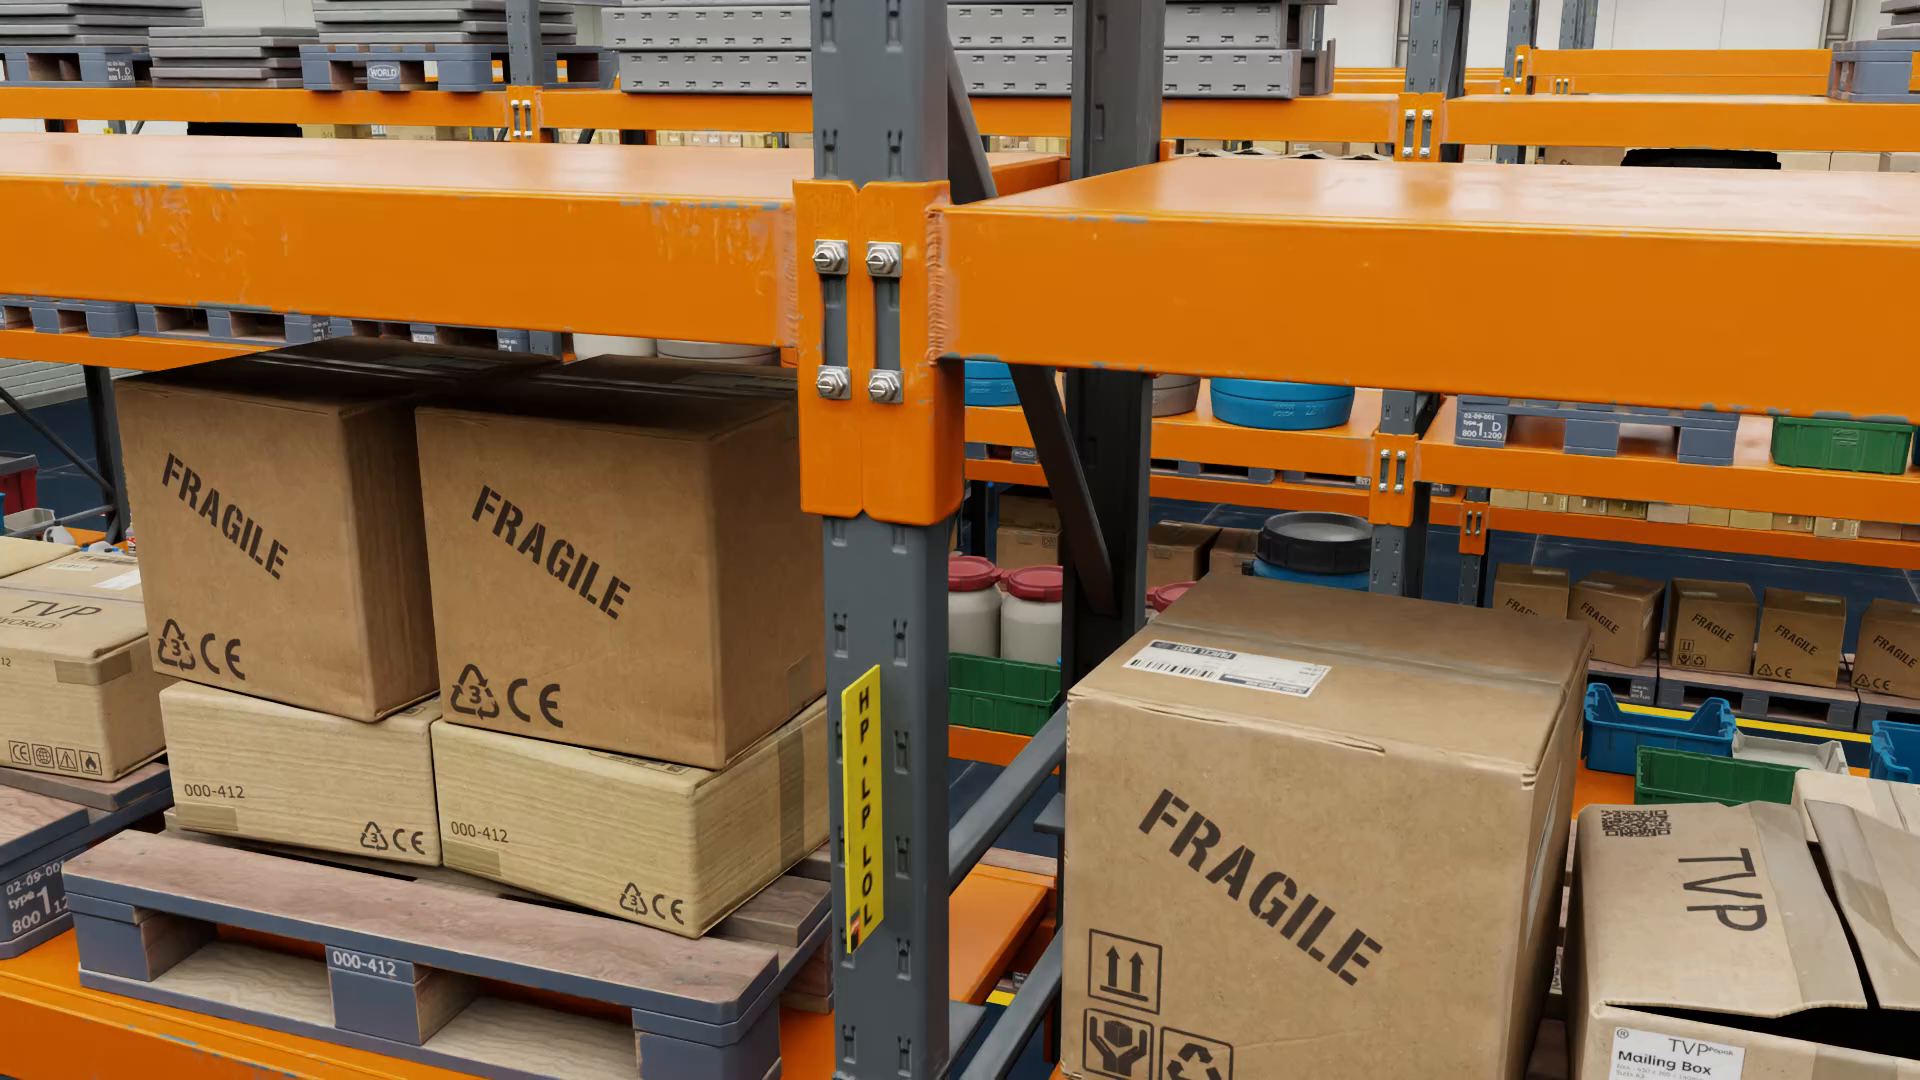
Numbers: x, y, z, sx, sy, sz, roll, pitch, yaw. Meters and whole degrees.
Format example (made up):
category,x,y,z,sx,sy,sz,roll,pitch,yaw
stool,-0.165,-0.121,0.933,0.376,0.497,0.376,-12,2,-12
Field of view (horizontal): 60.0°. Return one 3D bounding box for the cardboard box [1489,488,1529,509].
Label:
category,x,y,z,sx,sy,sz,roll,pitch,yaw
cardboard box,3.808,-0.338,11.486,0.250,0.149,0.380,6,17,21

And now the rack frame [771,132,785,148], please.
category,x,y,z,sx,sy,sz,roll,pitch,yaw
rack frame,-1.810,-5.535,18.174,0.127,3.000,1.000,6,17,21

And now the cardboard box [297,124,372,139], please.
category,x,y,z,sx,sy,sz,roll,pitch,yaw
cardboard box,-5.570,-3.676,14.694,0.500,0.250,0.500,6,17,19

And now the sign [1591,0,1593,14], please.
category,x,y,z,sx,sy,sz,roll,pitch,yaw
sign,8.984,-7.643,23.618,0.005,0.325,0.100,6,17,21

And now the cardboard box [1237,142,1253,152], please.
category,x,y,z,sx,sy,sz,roll,pitch,yaw
cardboard box,4.417,-6.235,26.237,0.500,0.250,0.500,6,17,21

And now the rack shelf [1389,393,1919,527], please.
category,x,y,z,sx,sy,sz,roll,pitch,yaw
rack shelf,3.761,-0.165,6.348,4.000,0.370,1.077,6,17,21

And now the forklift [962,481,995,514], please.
category,x,y,z,sx,sy,sz,roll,pitch,yaw
forklift,-0.464,-1.991,16.852,1.130,2.935,3.031,-3,17,-11

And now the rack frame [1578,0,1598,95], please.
category,x,y,z,sx,sy,sz,roll,pitch,yaw
rack frame,9.172,-7.298,24.248,0.127,3.000,1.000,6,17,21

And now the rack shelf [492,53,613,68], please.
category,x,y,z,sx,sy,sz,roll,pitch,yaw
rack shelf,-3.671,-5.392,18.979,4.000,0.370,1.077,6,17,21

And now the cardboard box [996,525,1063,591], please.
category,x,y,z,sx,sy,sz,roll,pitch,yaw
cardboard box,0.628,0.084,13.274,0.500,0.500,0.700,5,17,18

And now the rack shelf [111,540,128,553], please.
category,x,y,z,sx,sy,sz,roll,pitch,yaw
rack shelf,-3.681,0.457,9.585,4.000,0.370,1.077,6,17,21

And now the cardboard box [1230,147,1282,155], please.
category,x,y,z,sx,sy,sz,roll,pitch,yaw
cardboard box,2.993,-3.863,17.022,0.500,0.311,0.500,6,17,21

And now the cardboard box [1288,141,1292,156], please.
category,x,y,z,sx,sy,sz,roll,pitch,yaw
cardboard box,4.511,-4.927,21.283,0.500,0.500,0.700,6,17,21

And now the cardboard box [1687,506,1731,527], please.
category,x,y,z,sx,sy,sz,roll,pitch,yaw
cardboard box,4.980,-0.217,11.068,0.250,0.149,0.380,6,17,21

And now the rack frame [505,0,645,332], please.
category,x,y,z,sx,sy,sz,roll,pitch,yaw
rack frame,-1.820,-2.565,7.944,0.127,3.000,1.000,6,17,21

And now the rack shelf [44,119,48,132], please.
category,x,y,z,sx,sy,sz,roll,pitch,yaw
rack shelf,-7.402,-2.641,10.214,4.000,0.370,1.077,6,17,21

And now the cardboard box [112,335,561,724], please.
category,x,y,z,sx,sy,sz,roll,pitch,yaw
cardboard box,-1.018,-0.046,2.819,0.500,0.500,0.500,8,18,26

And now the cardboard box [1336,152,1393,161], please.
category,x,y,z,sx,sy,sz,roll,pitch,yaw
cardboard box,3.921,-3.605,16.134,0.500,0.311,0.500,6,17,19

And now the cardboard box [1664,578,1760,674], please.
category,x,y,z,sx,sy,sz,roll,pitch,yaw
cardboard box,5.217,0.591,11.565,0.500,0.500,0.500,5,17,16

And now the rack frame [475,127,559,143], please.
category,x,y,z,sx,sy,sz,roll,pitch,yaw
rack frame,-3.724,-4.259,13.778,0.127,3.000,1.000,6,17,21

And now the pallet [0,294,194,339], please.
category,x,y,z,sx,sy,sz,roll,pitch,yaw
pallet,-4.776,-1.388,9.609,1.003,0.211,1.213,6,17,21

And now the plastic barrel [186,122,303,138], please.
category,x,y,z,sx,sy,sz,roll,pitch,yaw
plastic barrel,-3.897,-1.841,9.178,0.708,0.901,0.600,6,17,21

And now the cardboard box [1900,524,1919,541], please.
category,x,y,z,sx,sy,sz,roll,pitch,yaw
cardboard box,6.170,-0.109,10.695,0.250,0.149,0.380,6,17,21

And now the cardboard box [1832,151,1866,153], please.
category,x,y,z,sx,sy,sz,roll,pitch,yaw
cardboard box,7.732,-3.455,14.479,0.250,0.149,0.380,6,17,20

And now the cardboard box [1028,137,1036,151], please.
category,x,y,z,sx,sy,sz,roll,pitch,yaw
cardboard box,0.904,-4.282,17.687,0.258,0.266,0.396,6,17,21

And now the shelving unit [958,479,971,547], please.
category,x,y,z,sx,sy,sz,roll,pitch,yaw
shelving unit,-0.154,-1.025,15.016,0.503,2.100,0.431,6,17,21

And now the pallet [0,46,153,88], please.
category,x,y,z,sx,sy,sz,roll,pitch,yaw
pallet,-4.760,-2.614,9.171,1.213,0.211,1.003,6,17,21

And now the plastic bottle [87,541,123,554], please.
category,x,y,z,sx,sy,sz,roll,pitch,yaw
plastic bottle,-4.910,0.150,9.575,0.135,0.276,0.152,6,17,21

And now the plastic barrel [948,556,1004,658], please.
category,x,y,z,sx,sy,sz,roll,pitch,yaw
plastic barrel,0.006,0.386,8.296,0.433,0.535,0.433,0,16,0

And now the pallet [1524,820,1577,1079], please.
category,x,y,z,sx,sy,sz,roll,pitch,yaw
pallet,0.883,0.692,2.264,1.213,0.211,1.003,6,17,21

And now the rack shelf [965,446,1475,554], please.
category,x,y,z,sx,sy,sz,roll,pitch,yaw
rack shelf,1.858,-0.418,12.601,4.000,0.370,1.077,6,17,21

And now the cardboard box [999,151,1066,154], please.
category,x,y,z,sx,sy,sz,roll,pitch,yaw
cardboard box,0.533,-2.713,12.759,0.500,0.500,0.500,7,18,22

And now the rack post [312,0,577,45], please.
category,x,y,z,sx,sy,sz,roll,pitch,yaw
rack post,-2.509,-2.592,8.173,0.937,0.300,0.954,6,17,21

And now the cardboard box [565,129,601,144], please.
category,x,y,z,sx,sy,sz,roll,pitch,yaw
cardboard box,-4.353,-4.669,19.230,0.250,0.149,0.380,7,18,22

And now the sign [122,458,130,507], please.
category,x,y,z,sx,sy,sz,roll,pitch,yaw
sign,-5.338,-0.368,10.642,0.005,0.325,0.100,6,17,21

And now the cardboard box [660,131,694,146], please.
category,x,y,z,sx,sy,sz,roll,pitch,yaw
cardboard box,-3.174,-4.519,18.714,0.250,0.149,0.380,6,17,18

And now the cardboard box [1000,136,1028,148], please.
category,x,y,z,sx,sy,sz,roll,pitch,yaw
cardboard box,0.626,-5.473,22.408,0.500,0.500,0.500,6,17,20

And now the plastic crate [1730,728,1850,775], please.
category,x,y,z,sx,sy,sz,roll,pitch,yaw
plastic crate,3.504,0.953,7.062,0.437,0.136,0.530,6,17,21

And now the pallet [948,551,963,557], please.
category,x,y,z,sx,sy,sz,roll,pitch,yaw
pallet,-0.709,0.271,13.939,1.213,0.211,1.003,6,17,21

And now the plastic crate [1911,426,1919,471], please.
category,x,y,z,sx,sy,sz,roll,pitch,yaw
plastic crate,3.737,-0.415,5.948,0.575,0.384,0.392,6,17,21

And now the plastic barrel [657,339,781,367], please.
category,x,y,z,sx,sy,sz,roll,pitch,yaw
plastic barrel,-1.136,-1.225,7.809,0.600,0.901,0.600,0,16,0

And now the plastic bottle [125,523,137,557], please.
category,x,y,z,sx,sy,sz,roll,pitch,yaw
plastic bottle,-5.084,-0.007,10.249,0.097,0.201,0.097,0,16,0

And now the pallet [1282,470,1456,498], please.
category,x,y,z,sx,sy,sz,roll,pitch,yaw
pallet,3.060,-0.583,12.222,1.213,0.211,1.003,6,17,21

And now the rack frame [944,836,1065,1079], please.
category,x,y,z,sx,sy,sz,roll,pitch,yaw
rack frame,0.080,2.010,2.947,0.127,3.000,1.000,6,17,21

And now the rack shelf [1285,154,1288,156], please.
category,x,y,z,sx,sy,sz,roll,pitch,yaw
rack shelf,3.590,-6.126,26.881,4.000,0.370,1.077,6,17,21
